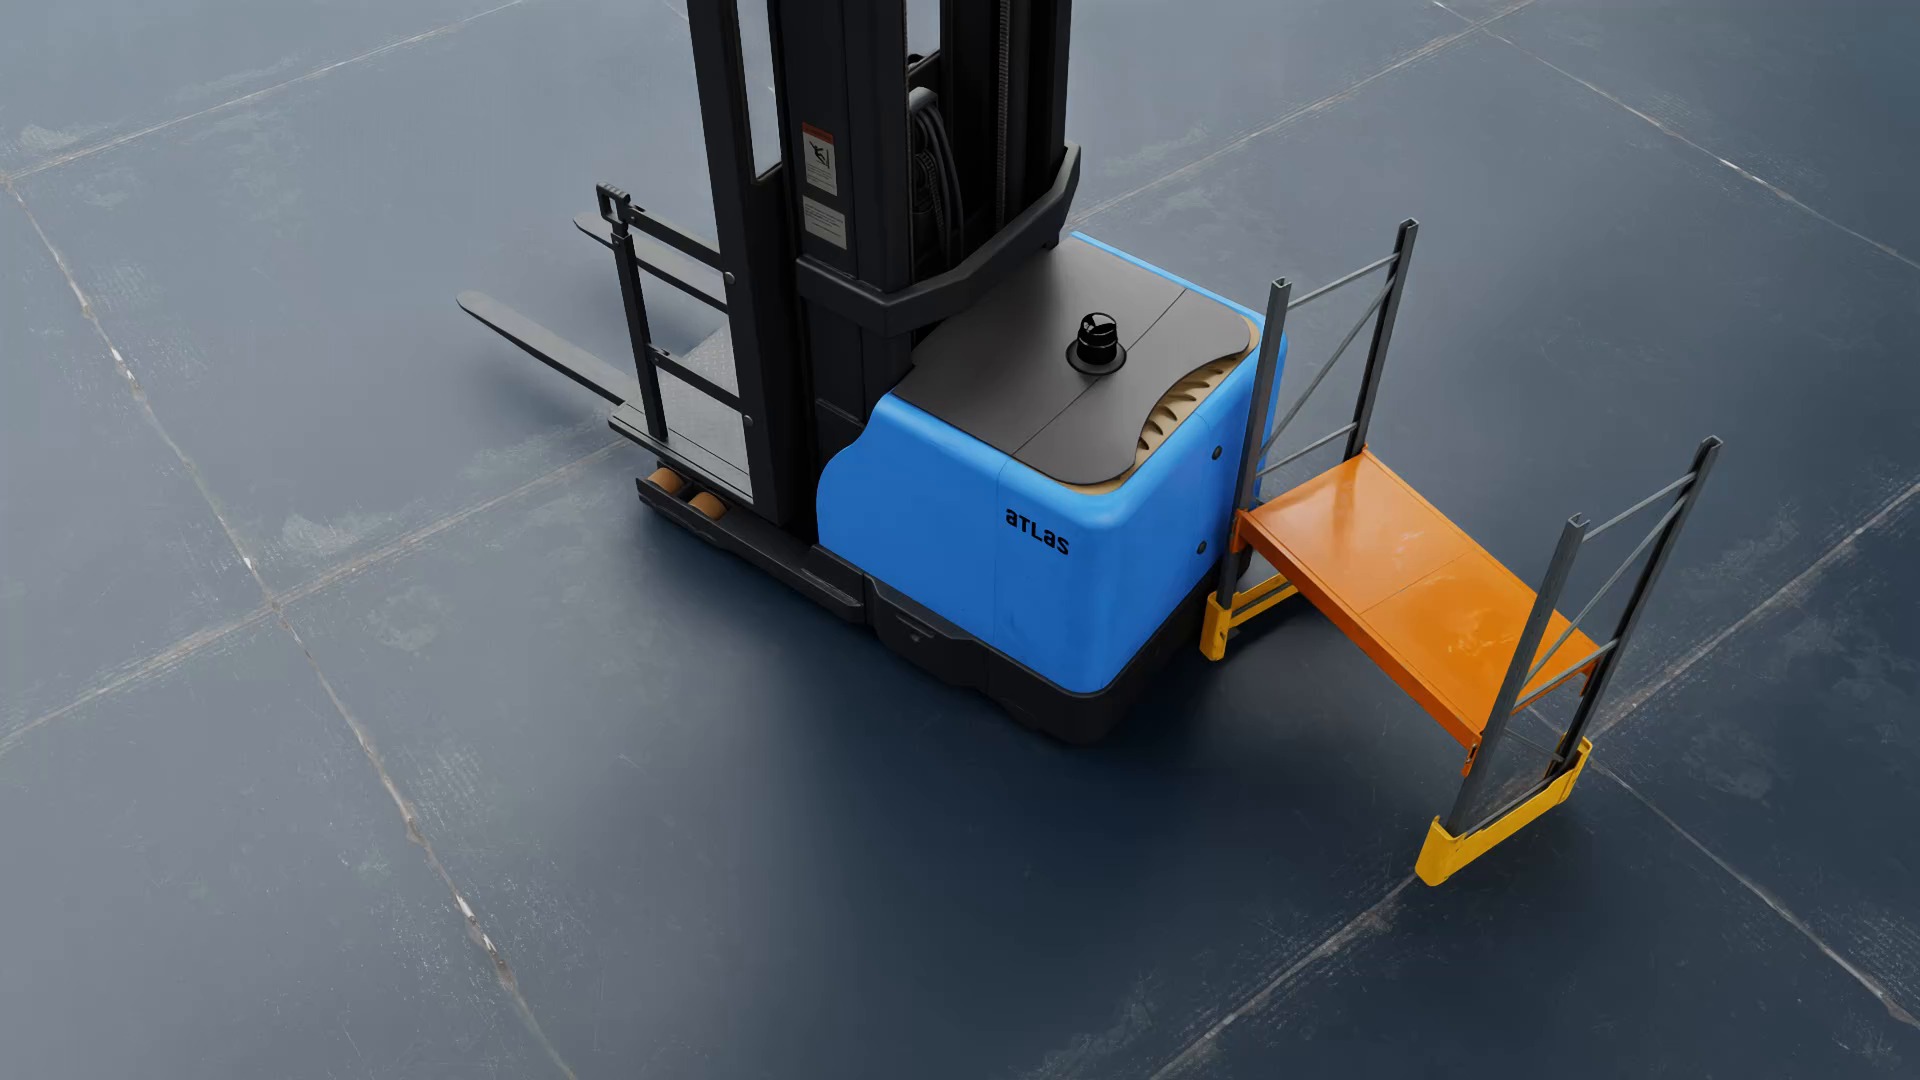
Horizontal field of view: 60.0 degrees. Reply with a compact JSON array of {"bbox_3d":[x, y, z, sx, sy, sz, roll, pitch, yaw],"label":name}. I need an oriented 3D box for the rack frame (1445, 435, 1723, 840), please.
[{"bbox_3d":[1.592,0.365,4.407,0.500,1.500,0.032,-26,53,-22],"label":"rack frame"}]

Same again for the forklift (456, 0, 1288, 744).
[{"bbox_3d":[-0.501,-1.267,4.920,3.031,2.935,1.130,29,54,24],"label":"forklift"}]

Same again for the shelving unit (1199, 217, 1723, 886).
[{"bbox_3d":[1.316,0.057,4.686,0.587,1.500,1.083,-26,53,-22],"label":"shelving unit"}]

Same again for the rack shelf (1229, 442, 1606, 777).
[{"bbox_3d":[1.311,0.172,4.825,0.538,0.185,1.000,-26,53,-22],"label":"rack shelf"}]

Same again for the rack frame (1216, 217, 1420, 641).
[{"bbox_3d":[1.029,-0.263,4.976,0.500,1.500,0.032,-26,53,-22],"label":"rack frame"}]

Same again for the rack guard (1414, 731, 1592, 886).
[{"bbox_3d":[1.591,0.784,4.871,0.587,0.250,0.087,-26,53,-22],"label":"rack guard"}]

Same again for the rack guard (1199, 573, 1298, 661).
[{"bbox_3d":[1.040,0.169,5.428,0.587,0.250,0.087,-26,53,-22],"label":"rack guard"}]
